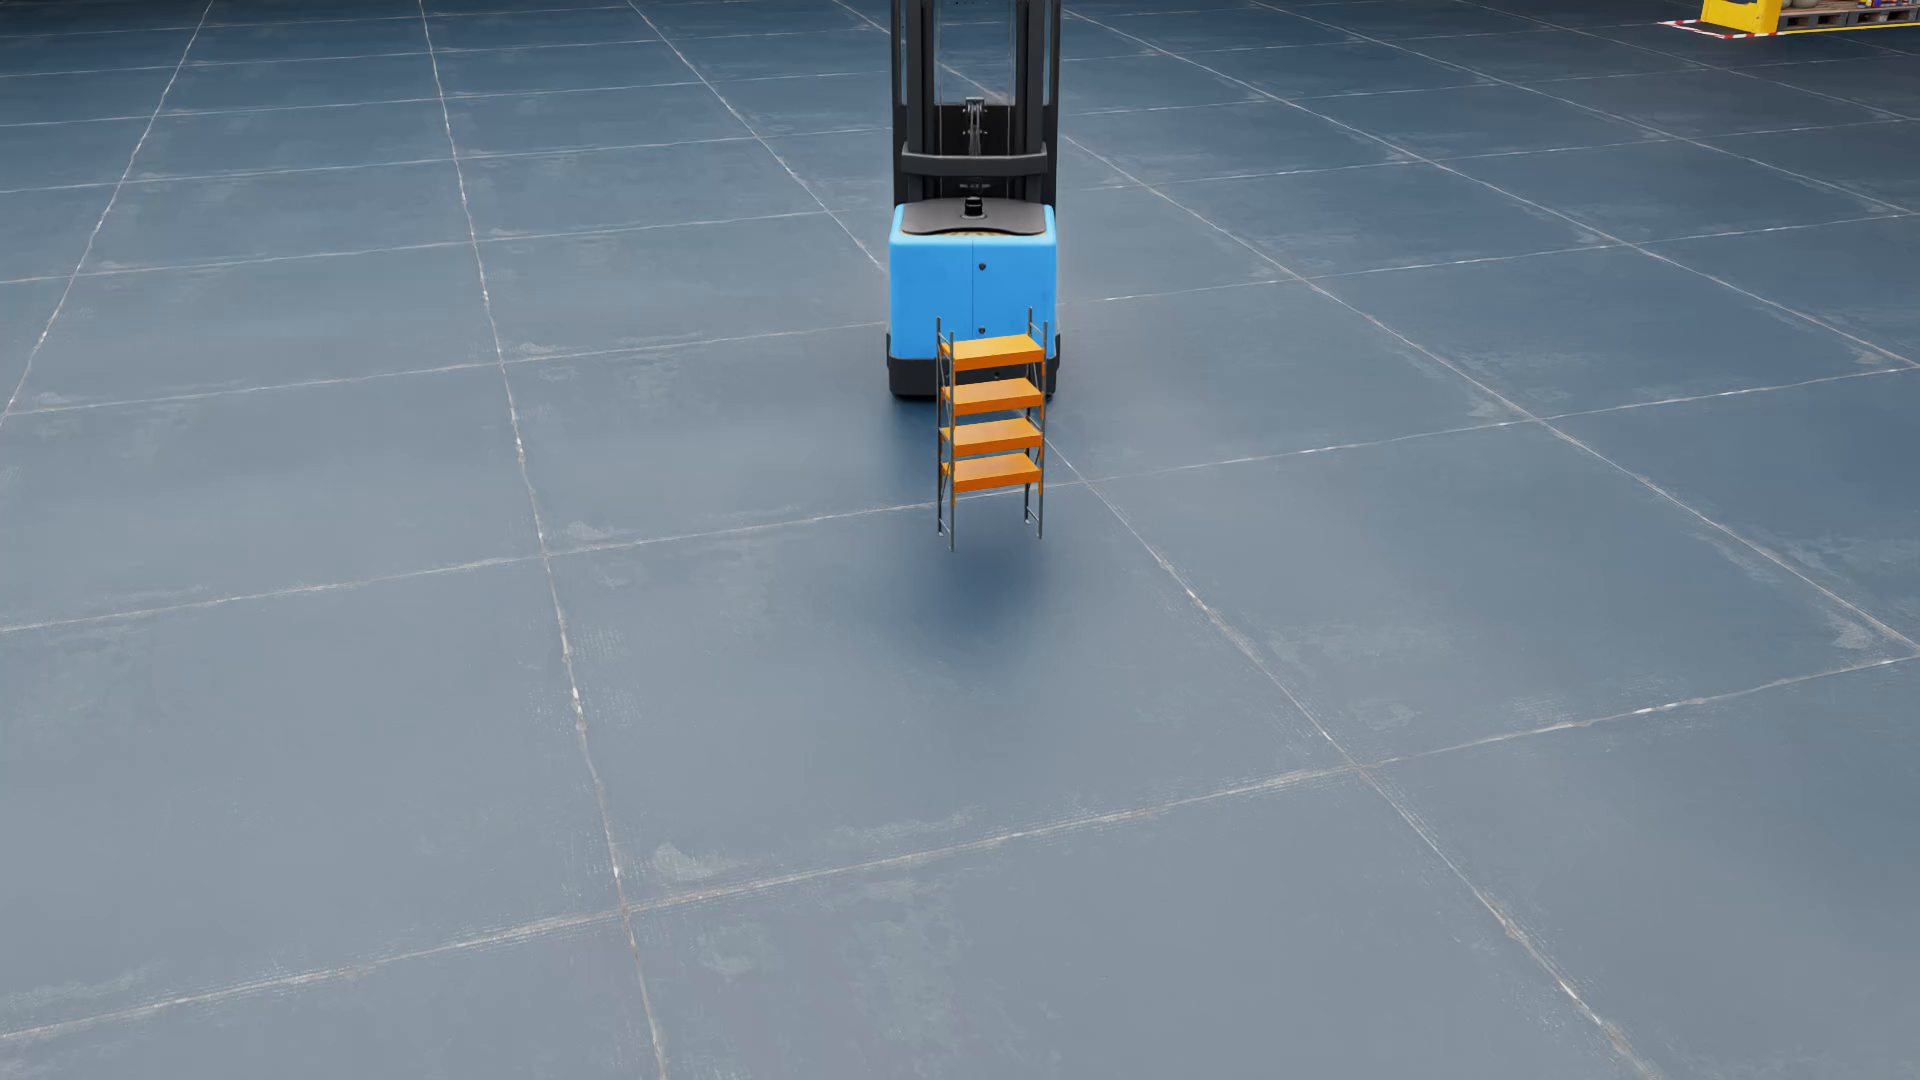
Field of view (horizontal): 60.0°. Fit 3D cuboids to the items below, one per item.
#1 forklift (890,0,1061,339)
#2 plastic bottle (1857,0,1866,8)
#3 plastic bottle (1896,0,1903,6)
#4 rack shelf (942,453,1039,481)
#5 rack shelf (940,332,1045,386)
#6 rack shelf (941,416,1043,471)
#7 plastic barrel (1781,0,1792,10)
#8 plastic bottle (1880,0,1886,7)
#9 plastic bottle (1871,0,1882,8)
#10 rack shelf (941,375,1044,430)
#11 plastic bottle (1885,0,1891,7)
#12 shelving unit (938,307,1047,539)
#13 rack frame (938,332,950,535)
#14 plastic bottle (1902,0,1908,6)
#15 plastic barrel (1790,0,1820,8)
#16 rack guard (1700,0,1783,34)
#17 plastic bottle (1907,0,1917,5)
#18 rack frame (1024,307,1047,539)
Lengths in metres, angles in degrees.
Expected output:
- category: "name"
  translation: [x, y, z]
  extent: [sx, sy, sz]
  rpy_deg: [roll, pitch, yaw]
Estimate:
- category: "forklift"
  translation: [0.108, -2.826, 11.147]
  extent: [1.121, 2.935, 3.031]
  rpy_deg: [0, 26, 1]
- category: "plastic bottle"
  translation: [12.594, -7.562, 23.182]
  extent: [0.097, 0.271, 0.097]
  rpy_deg: [0, 26, 0]
- category: "plastic bottle"
  translation: [13.207, -7.651, 23.361]
  extent: [0.097, 0.271, 0.097]
  rpy_deg: [0, 26, 0]
- category: "rack shelf"
  translation: [0.157, -0.370, 8.624]
  extent: [0.457, 0.021, 0.221]
  rpy_deg: [-8, 28, -16]
- category: "rack shelf"
  translation: [0.157, -0.912, 8.354]
  extent: [0.480, 0.148, 0.258]
  rpy_deg: [-8, 28, -16]
- category: "rack shelf"
  translation: [0.157, -0.500, 8.559]
  extent: [0.480, 0.148, 0.258]
  rpy_deg: [-8, 28, -16]
- category: "plastic barrel"
  translation: [11.375, -7.666, 23.143]
  extent: [0.421, 0.512, 0.421]
  rpy_deg: [0, 26, 0]
- category: "plastic bottle"
  translation: [12.920, -7.609, 23.277]
  extent: [0.097, 0.271, 0.097]
  rpy_deg: [0, 26, 0]
- category: "plastic bottle"
  translation: [12.815, -7.591, 23.227]
  extent: [0.133, 0.283, 0.061]
  rpy_deg: [-8, 27, -15]
- category: "rack shelf"
  translation: [0.157, -0.700, 8.460]
  extent: [0.480, 0.148, 0.258]
  rpy_deg: [-8, 28, -16]
- category: "plastic bottle"
  translation: [13.015, -7.623, 23.305]
  extent: [0.097, 0.271, 0.097]
  rpy_deg: [0, 26, 0]
- category: "shelving unit"
  translation: [0.160, -0.561, 8.530]
  extent: [0.499, 1.200, 0.258]
  rpy_deg: [-8, 28, -16]
- category: "rack frame"
  translation: [-0.074, -0.526, 8.461]
  extent: [0.006, 1.046, 0.228]
  rpy_deg: [-8, 28, -16]
- category: "plastic bottle"
  translation: [13.304, -7.633, 23.405]
  extent: [0.097, 0.201, 0.097]
  rpy_deg: [0, 26, 0]
- category: "plastic barrel"
  translation: [11.852, -7.735, 23.282]
  extent: [0.421, 0.512, 0.421]
  rpy_deg: [0, 26, 0]
- category: "rack guard"
  translation: [10.831, -7.380, 23.053]
  extent: [0.348, 0.500, 1.175]
  rpy_deg: [-8, 28, -16]
- category: "plastic bottle"
  translation: [13.408, -7.695, 23.444]
  extent: [0.135, 0.276, 0.152]
  rpy_deg: [-8, 27, -15]
- category: "rack frame"
  translation: [0.389, -0.594, 8.597]
  extent: [0.015, 1.200, 0.240]
  rpy_deg: [-8, 28, -16]
